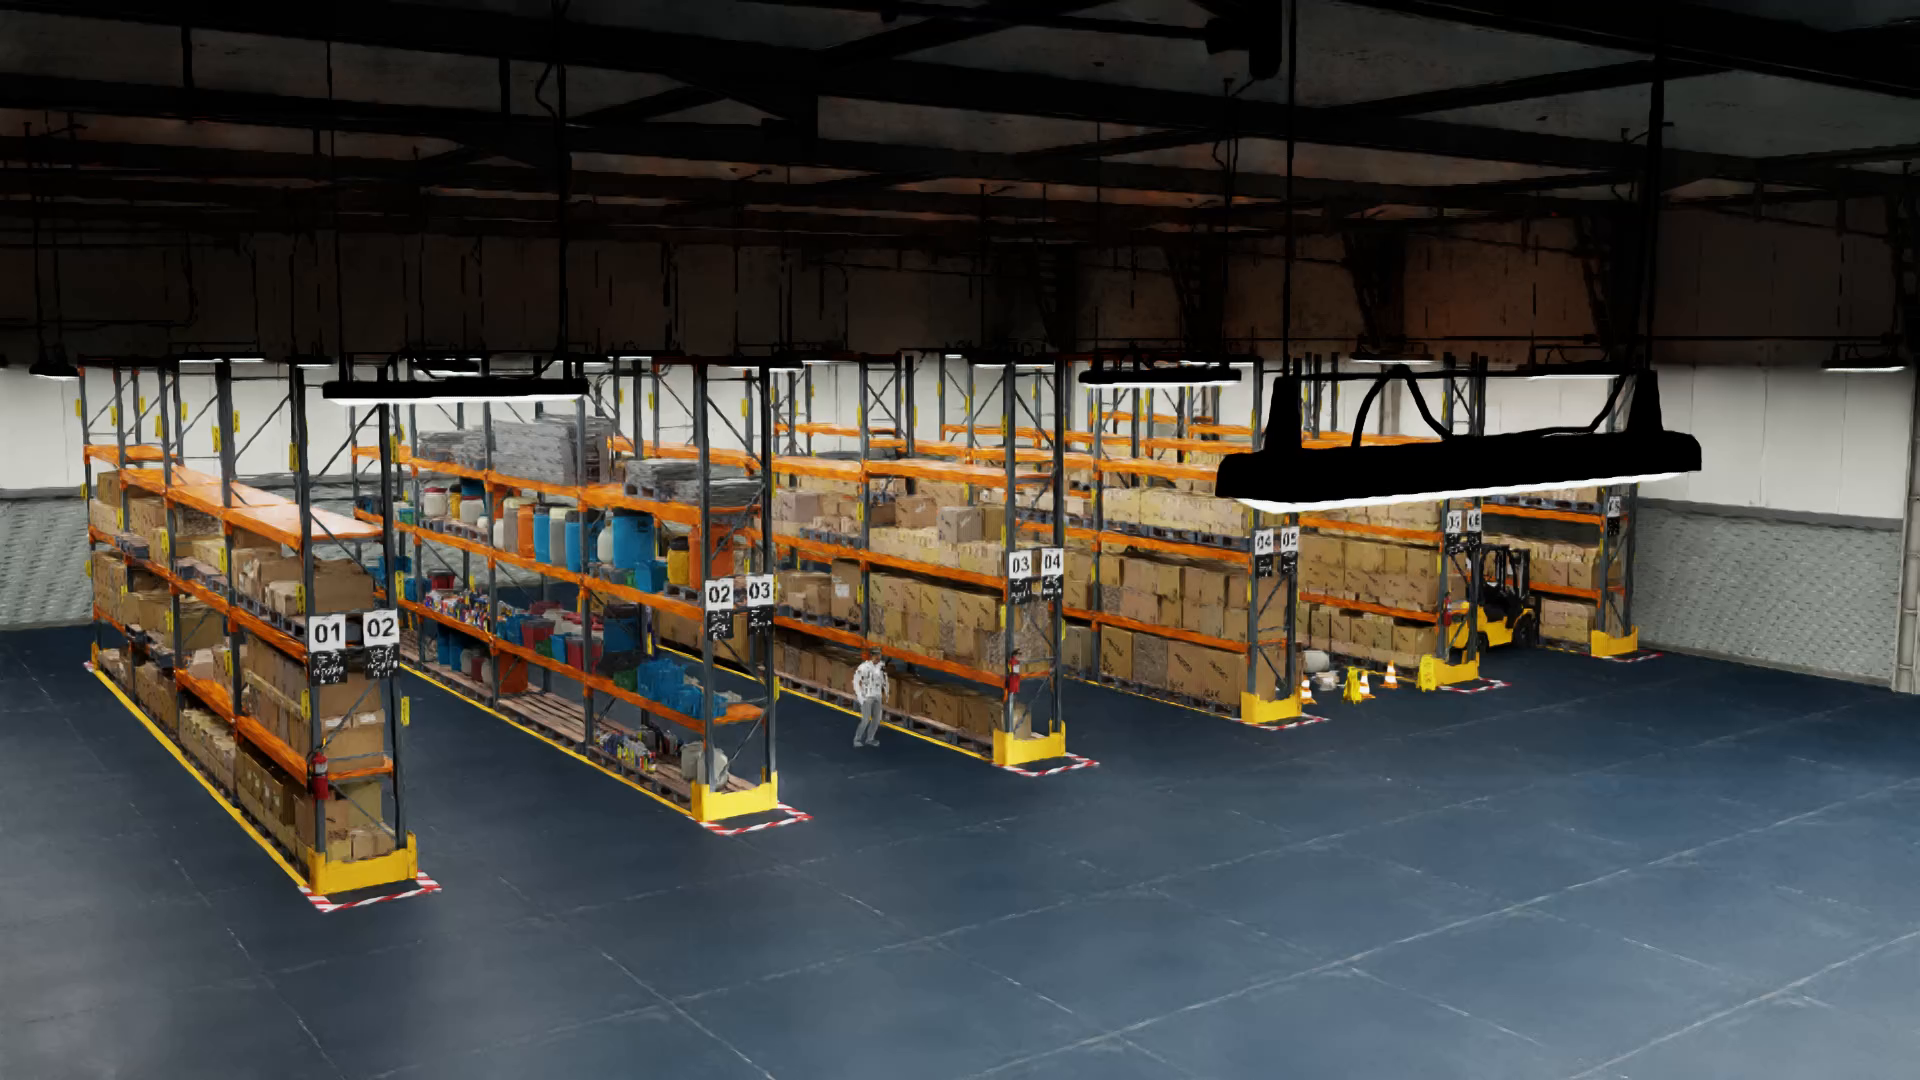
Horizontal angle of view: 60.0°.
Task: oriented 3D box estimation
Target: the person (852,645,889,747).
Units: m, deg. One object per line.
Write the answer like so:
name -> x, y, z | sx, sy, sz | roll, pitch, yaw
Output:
person -> -1.384, 2.411, 25.792 | 0.639, 1.628, 0.512 | -5, 9, -37

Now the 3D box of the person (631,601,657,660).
person -> -6.123, 1.728, 31.922 | 0.479, 1.462, 1.080 | -5, 8, -33
